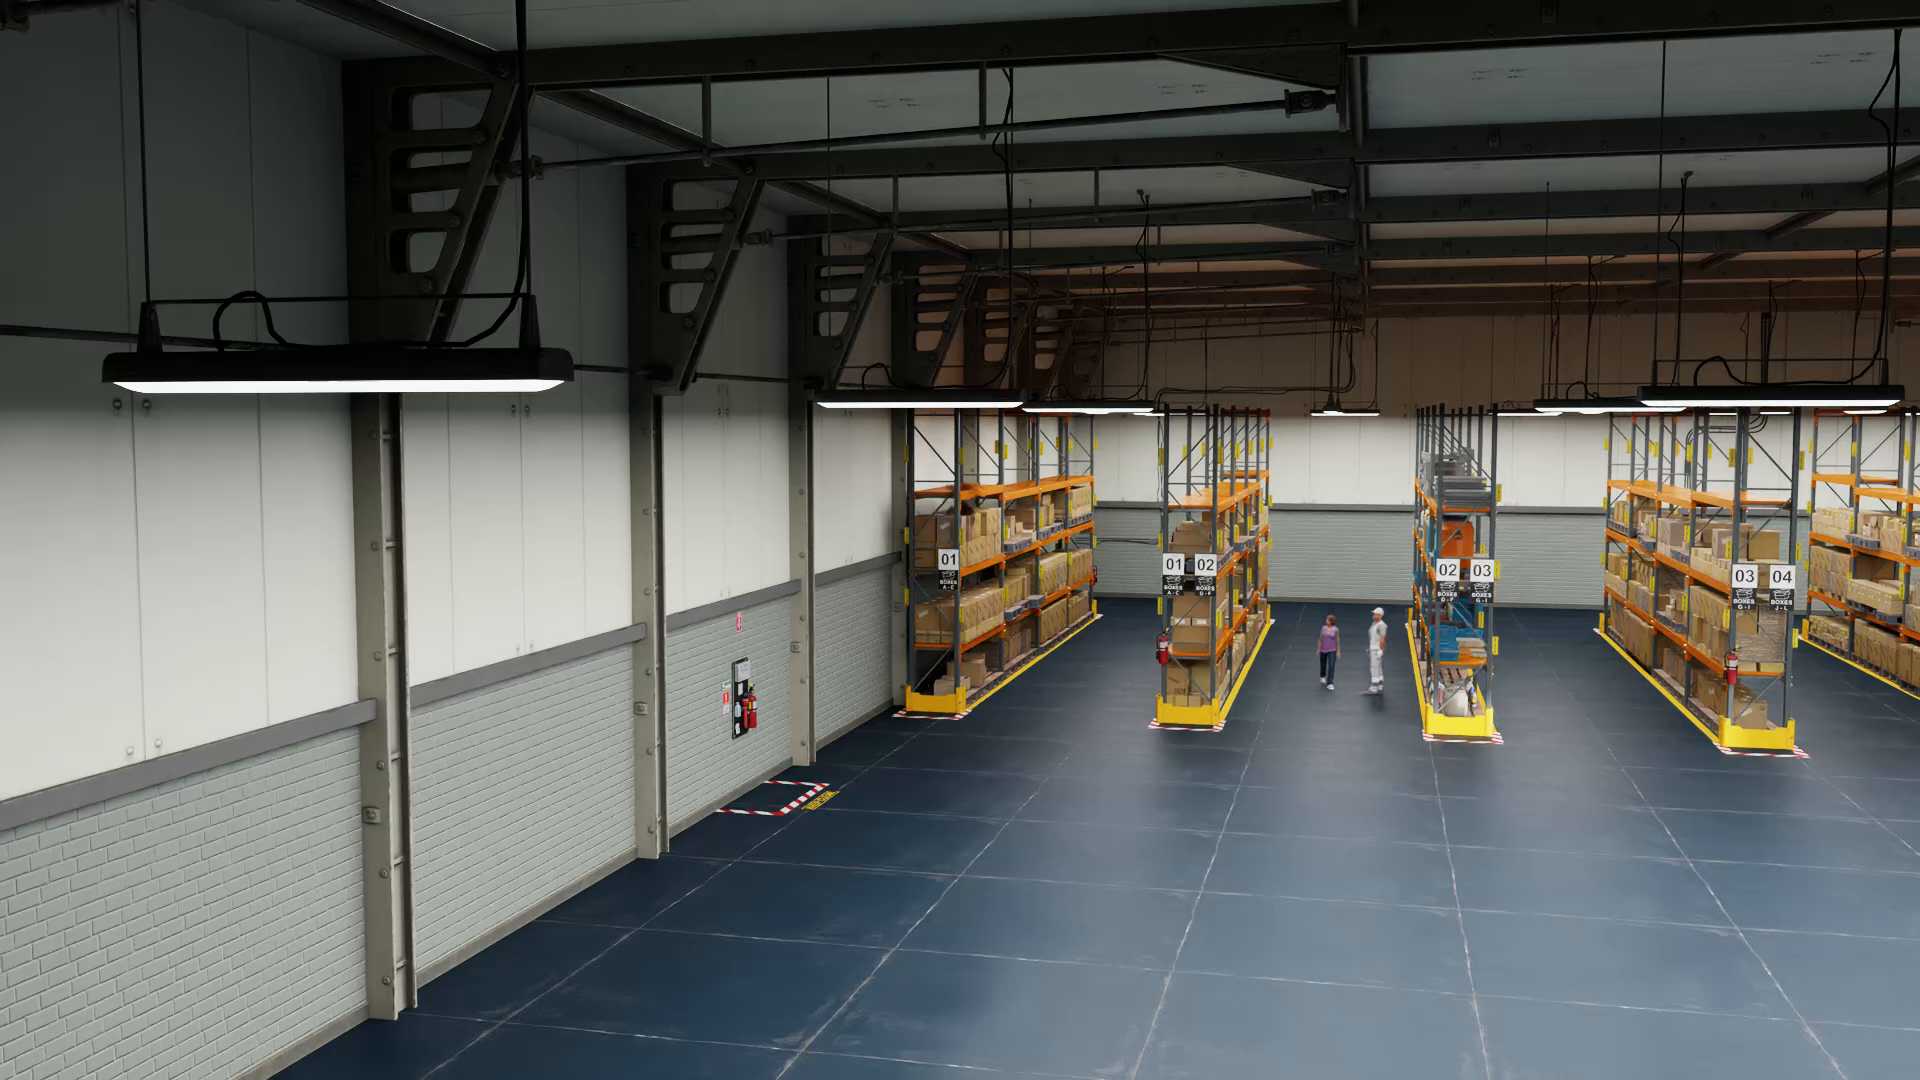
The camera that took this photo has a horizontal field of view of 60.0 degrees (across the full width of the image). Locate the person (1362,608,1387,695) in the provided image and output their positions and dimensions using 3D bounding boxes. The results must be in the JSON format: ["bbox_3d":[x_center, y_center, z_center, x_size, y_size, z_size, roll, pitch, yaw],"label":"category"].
[{"bbox_3d":[8.643,2.306,34.657,0.475,1.790,0.571,1,4,12],"label":"person"}]

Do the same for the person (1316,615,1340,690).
[{"bbox_3d":[7.831,2.376,35.384,0.505,1.526,0.823,0,4,6],"label":"person"}]
